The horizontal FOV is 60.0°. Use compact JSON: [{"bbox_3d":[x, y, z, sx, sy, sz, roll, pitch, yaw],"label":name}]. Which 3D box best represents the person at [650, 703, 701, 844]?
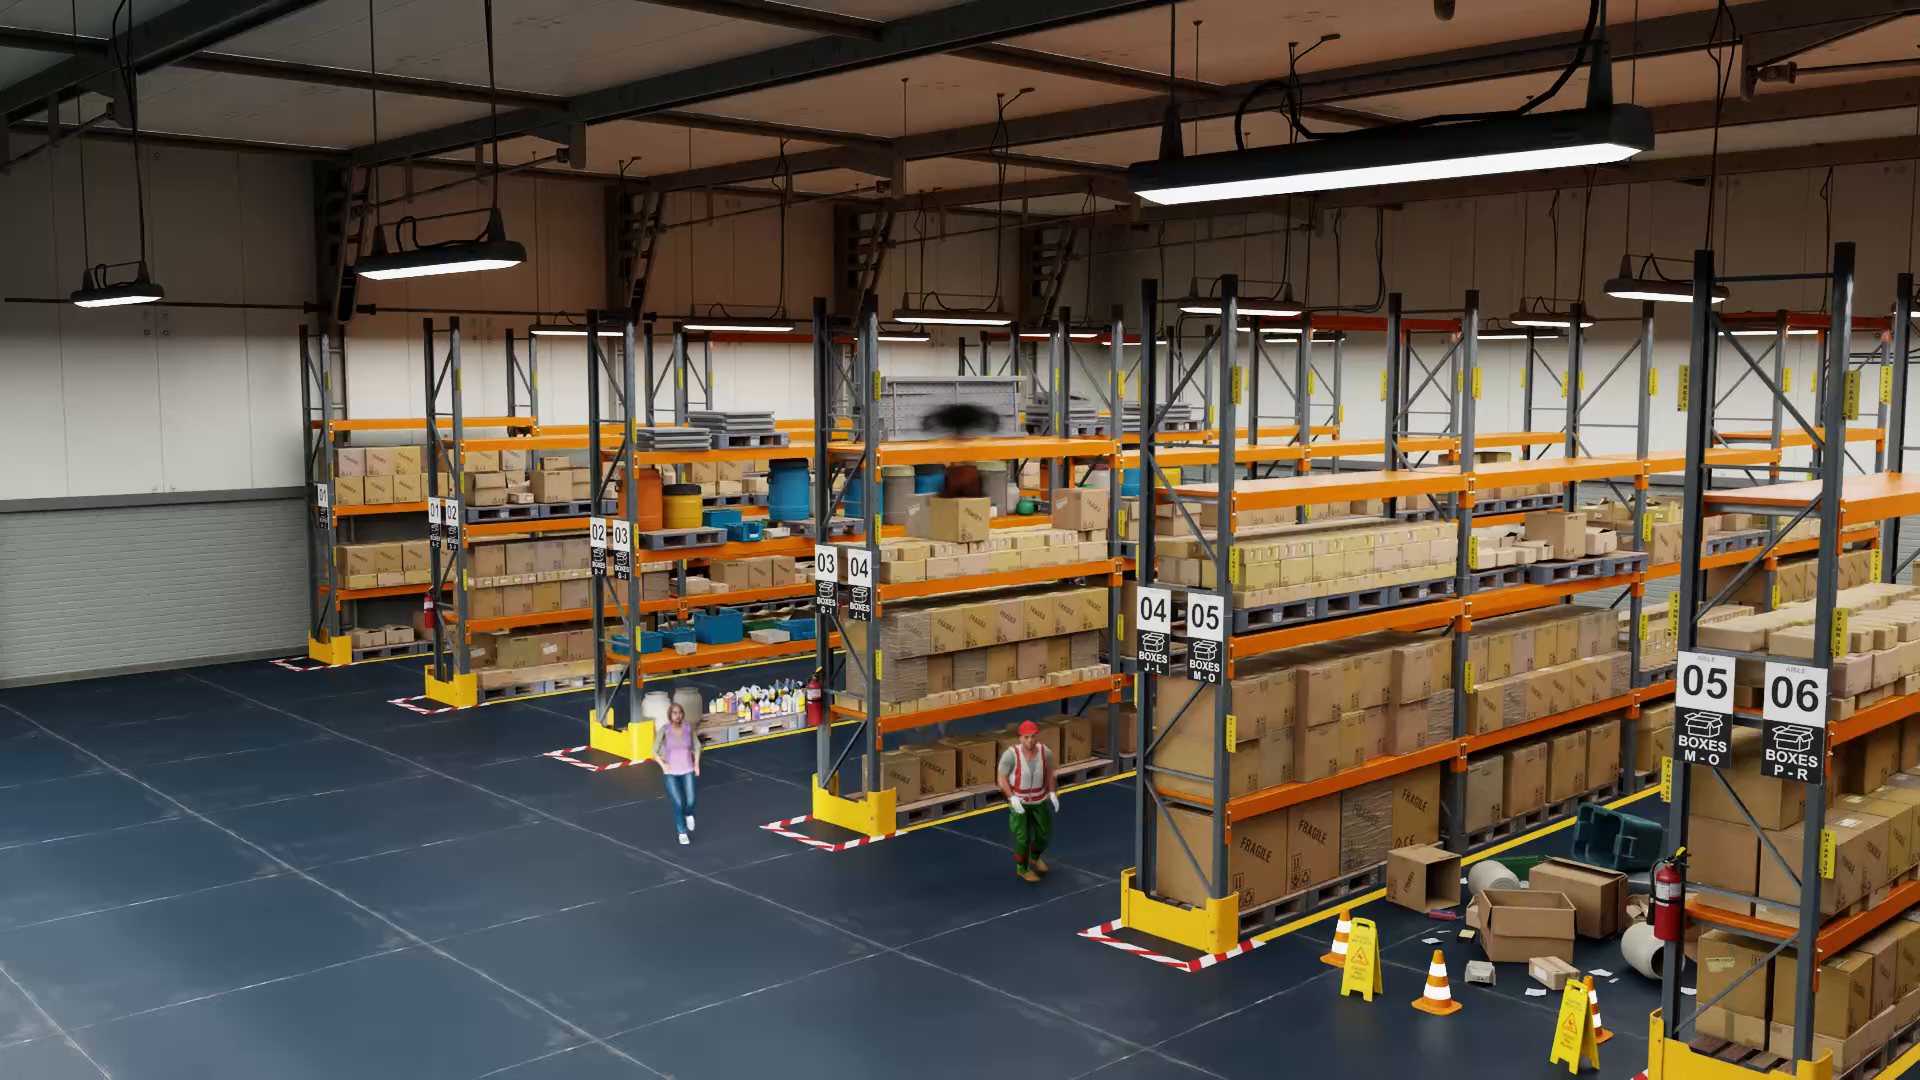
[{"bbox_3d":[-3.115,2.554,18.271,0.560,1.561,0.547,-2,6,-15],"label":"person"}]

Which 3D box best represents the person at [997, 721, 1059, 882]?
[{"bbox_3d":[0.666,2.623,16.805,0.650,1.707,0.739,-1,6,-13],"label":"person"}]

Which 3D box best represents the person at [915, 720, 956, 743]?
[{"bbox_3d":[-0.307,2.129,21.876,0.708,1.728,0.580,-5,8,-42],"label":"person"}]
